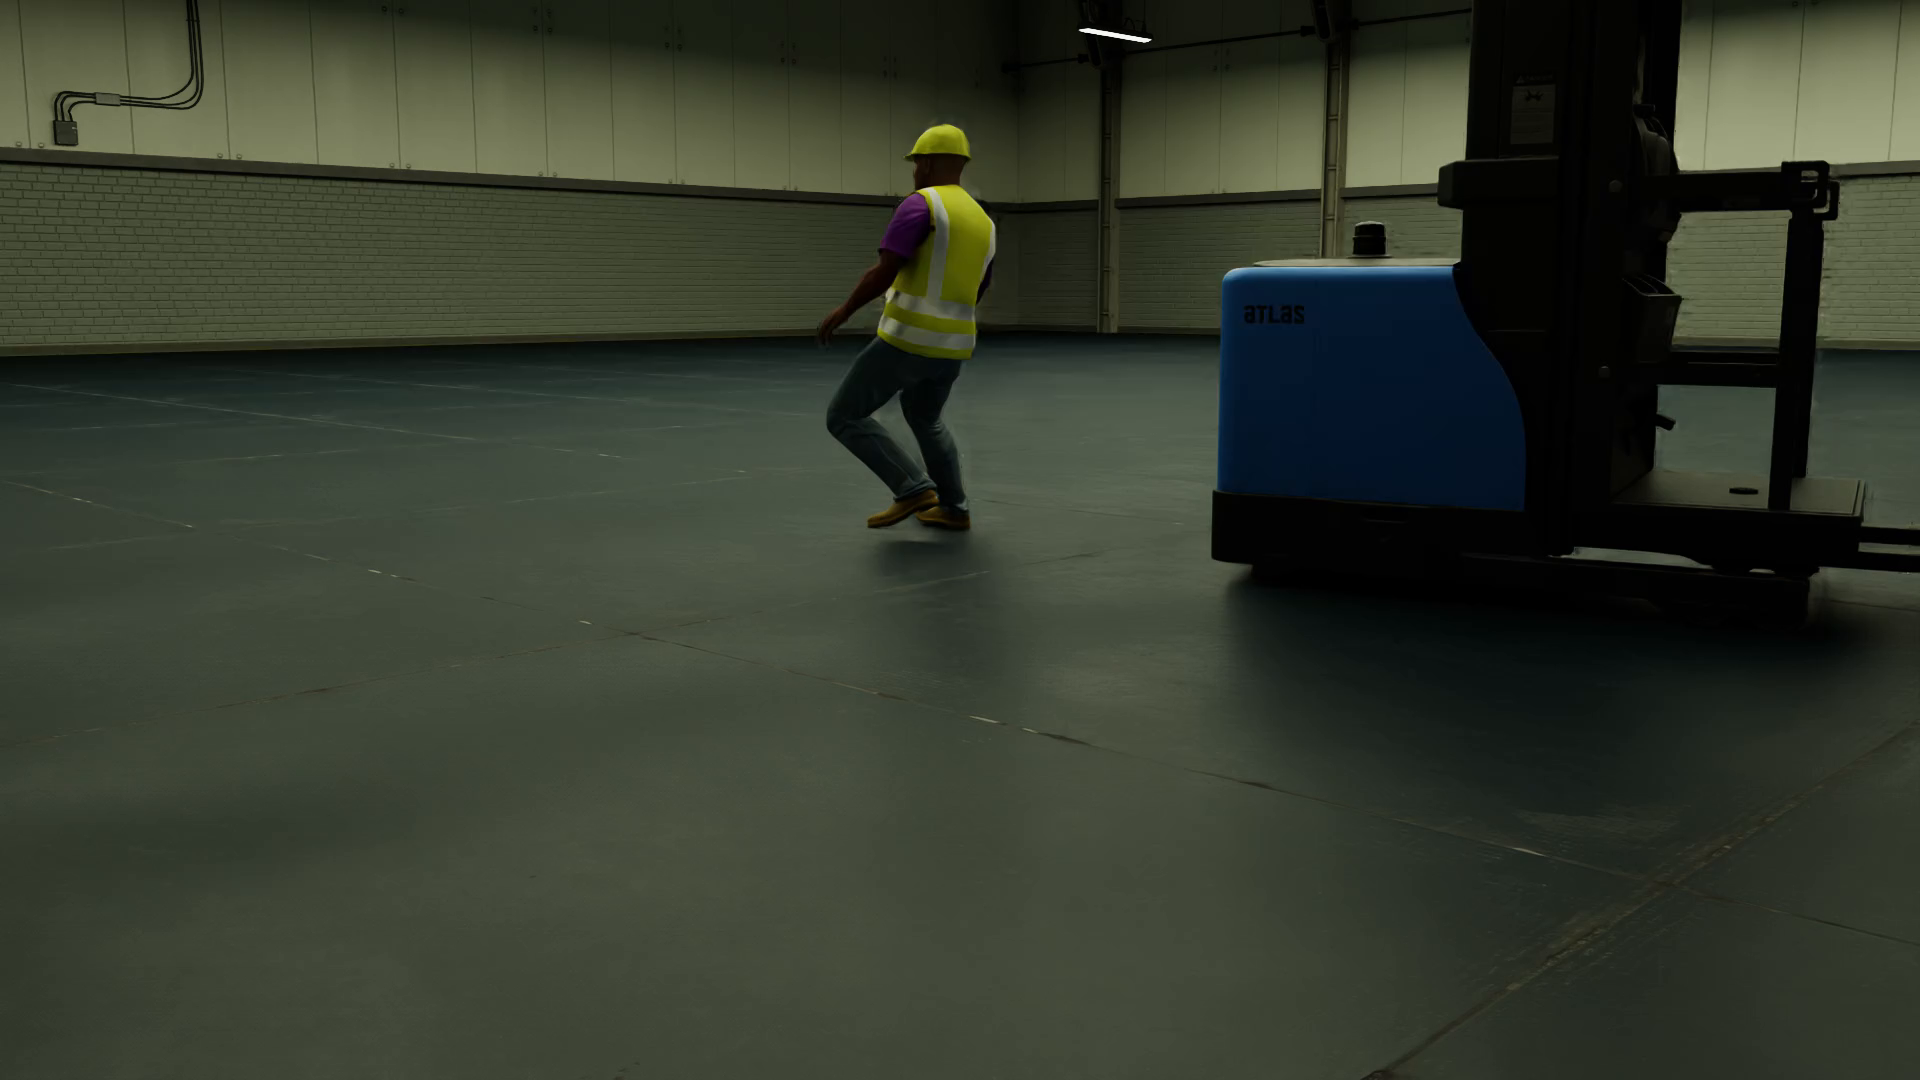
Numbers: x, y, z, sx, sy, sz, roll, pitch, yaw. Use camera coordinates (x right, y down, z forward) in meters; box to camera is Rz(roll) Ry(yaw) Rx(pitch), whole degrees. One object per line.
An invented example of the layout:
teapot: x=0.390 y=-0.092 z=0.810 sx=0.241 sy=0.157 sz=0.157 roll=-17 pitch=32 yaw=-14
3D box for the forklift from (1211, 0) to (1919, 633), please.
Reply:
forklift: x=2.419 y=-1.266 z=5.284 sx=3.031 sy=2.935 sz=1.130 roll=5 pitch=10 yaw=29

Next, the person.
person: x=-0.172 y=-0.826 z=6.707 sx=0.614 sy=1.644 sz=0.860 roll=7 pitch=11 yaw=38
